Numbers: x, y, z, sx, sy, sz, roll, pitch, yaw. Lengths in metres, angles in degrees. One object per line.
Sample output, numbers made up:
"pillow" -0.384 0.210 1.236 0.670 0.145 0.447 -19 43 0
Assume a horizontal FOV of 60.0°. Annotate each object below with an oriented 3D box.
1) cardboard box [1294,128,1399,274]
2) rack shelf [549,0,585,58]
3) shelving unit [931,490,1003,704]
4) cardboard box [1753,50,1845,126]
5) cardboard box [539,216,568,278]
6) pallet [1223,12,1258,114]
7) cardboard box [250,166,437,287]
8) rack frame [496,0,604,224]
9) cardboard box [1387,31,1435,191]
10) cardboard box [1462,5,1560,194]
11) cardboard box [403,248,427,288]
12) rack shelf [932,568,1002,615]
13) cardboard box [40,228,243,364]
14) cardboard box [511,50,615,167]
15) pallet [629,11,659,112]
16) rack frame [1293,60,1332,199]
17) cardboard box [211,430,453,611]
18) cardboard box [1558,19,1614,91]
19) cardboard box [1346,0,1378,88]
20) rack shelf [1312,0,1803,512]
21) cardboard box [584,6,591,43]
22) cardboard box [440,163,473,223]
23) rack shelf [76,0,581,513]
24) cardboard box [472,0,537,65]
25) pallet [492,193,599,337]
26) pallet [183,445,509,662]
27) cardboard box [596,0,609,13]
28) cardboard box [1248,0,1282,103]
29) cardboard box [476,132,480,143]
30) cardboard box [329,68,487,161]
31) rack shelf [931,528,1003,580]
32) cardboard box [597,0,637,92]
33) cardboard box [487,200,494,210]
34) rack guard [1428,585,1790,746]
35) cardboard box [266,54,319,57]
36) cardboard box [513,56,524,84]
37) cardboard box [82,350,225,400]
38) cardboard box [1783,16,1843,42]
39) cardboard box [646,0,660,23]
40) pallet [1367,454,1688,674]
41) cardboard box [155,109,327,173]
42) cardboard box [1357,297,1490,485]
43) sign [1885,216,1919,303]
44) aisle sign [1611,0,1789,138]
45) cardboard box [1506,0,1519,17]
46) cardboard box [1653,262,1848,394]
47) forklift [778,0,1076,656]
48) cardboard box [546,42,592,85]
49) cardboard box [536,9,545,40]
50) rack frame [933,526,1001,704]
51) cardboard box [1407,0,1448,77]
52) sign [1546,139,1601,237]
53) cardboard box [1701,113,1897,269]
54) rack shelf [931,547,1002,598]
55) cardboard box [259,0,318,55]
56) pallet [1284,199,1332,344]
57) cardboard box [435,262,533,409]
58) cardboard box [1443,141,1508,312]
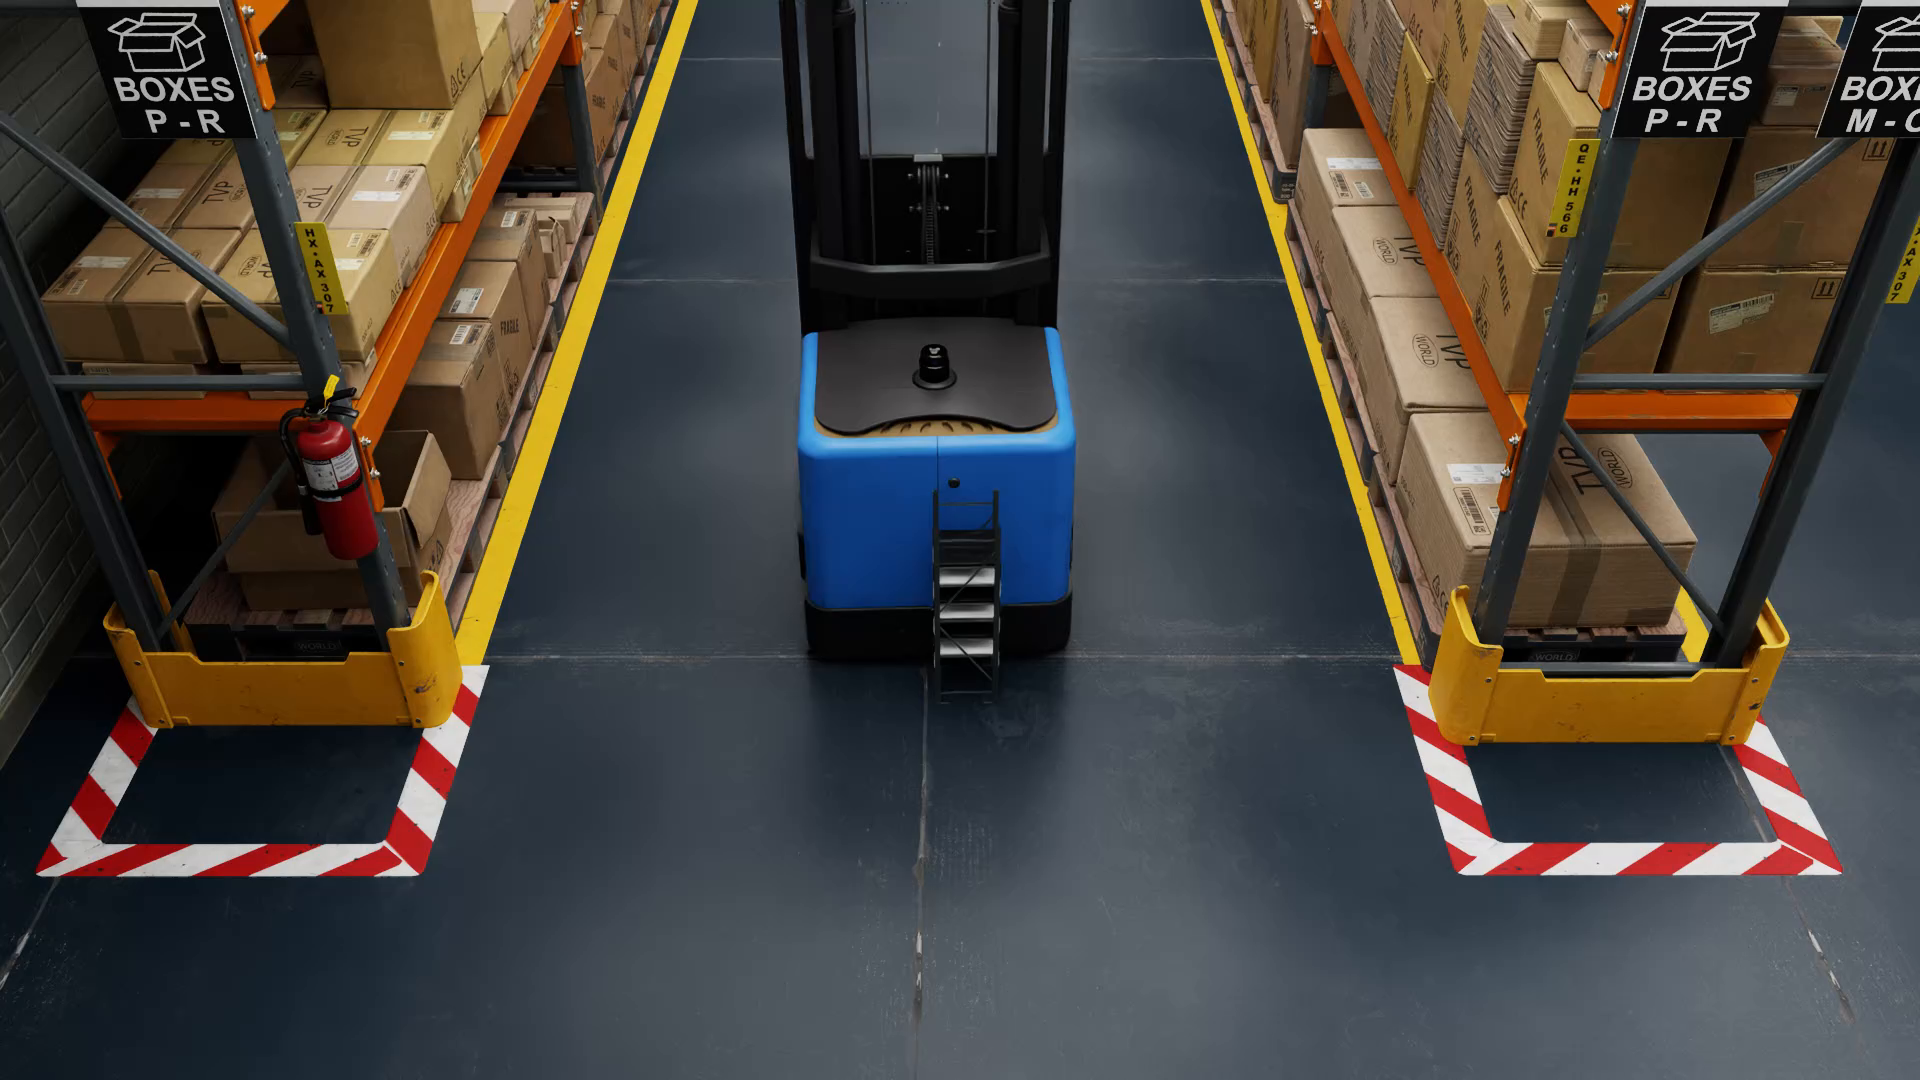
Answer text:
"cardboard box" 2.303 -1.790 8.798 0.875 0.438 0.875 -1 39 -1
"rack shelf" -2.556 -3.983 10.397 1.077 0.370 4.000 0 39 0
"shelving unit" 0.023 0.228 6.240 0.258 0.900 0.210 -1 41 -1
"cardboard box" 2.691 -1.422 5.227 0.380 0.149 0.250 1 39 1
"cardboard box" -2.259 -1.538 8.622 0.396 0.266 0.258 1 39 2
"pallet" 2.329 -3.178 11.047 1.003 0.211 1.213 0 39 0
"cardboard box" -2.281 -1.168 6.191 0.500 0.250 0.500 0 39 0
"rack frame" -2.554 -3.013 8.611 1.000 3.000 0.127 0 39 0
"cardboard box" 2.140 -1.816 7.038 0.500 0.500 0.500 1 39 1
"cardboard box" 2.146 -1.575 5.937 0.500 0.500 0.500 0 39 0
"cardboard box" -2.296 -1.101 6.426 0.380 0.149 0.250 1 39 1
"rack shelf" 0.023 0.185 6.203 0.258 0.077 0.200 -1 41 -1
"cardboard box" -2.815 -0.857 5.802 0.500 0.250 0.500 1 39 1
"cardboard box" -2.329 -2.504 9.639 0.500 0.500 0.500 2 39 2
"pallet" -2.597 -3.198 11.072 1.003 0.211 1.213 0 39 0
"rack frame" 2.410 -3.019 8.618 1.000 3.000 0.127 0 39 0
"cardboard box" -2.455 -0.084 6.616 0.797 0.503 0.637 -1 39 -2
"cardboard box" 2.190 -1.583 5.428 0.380 0.149 0.250 1 39 1
"cardboard box" 2.145 -2.450 7.828 0.500 0.500 0.500 0 39 0
"rack shelf" 2.412 -1.487 7.283 1.077 0.370 4.000 0 39 0
"cardboard box" -2.377 -3.013 9.755 0.380 0.149 0.250 -2 39 -2
"cardboard box" -2.227 -1.425 6.830 0.380 0.149 0.250 -1 39 -1
"rack shelf" -2.551 -1.481 7.275 1.077 0.370 4.000 0 39 0
"cardboard box" -2.294 -2.439 7.777 0.500 0.250 0.500 0 39 0
"pallet" -2.554 -1.495 8.947 1.003 0.211 1.213 0 39 0
"pallet" -2.551 0.031 7.043 1.003 0.211 1.213 0 39 0
"cardboard box" -2.354 -3.340 10.164 0.380 0.149 0.250 0 39 0
"cardboard box" 2.320 -3.306 10.340 0.875 0.875 0.875 1 39 1
"cardboard box" -2.317 -1.751 7.237 0.380 0.149 0.250 0 39 0
"cardboard box" -2.307 -1.805 6.986 0.500 0.250 0.500 -1 39 -1
"rack shelf" 0.023 0.049 6.085 0.258 0.077 0.200 -1 41 -1
"cardboard box" -2.336 -3.149 10.444 0.500 0.500 0.500 -1 39 -1
"cardboard box" -2.789 -1.714 8.805 0.500 0.311 0.500 1 39 2
"rack guard" 2.415 0.473 6.260 1.175 0.500 0.348 0 39 0
"cardboard box" -2.817 -2.124 7.384 0.500 0.250 0.500 1 39 1
"cardboard box" -2.281 -2.226 7.830 0.380 0.149 0.250 1 39 1
"cardboard box" -2.818 -0.621 5.827 0.380 0.149 0.250 0 39 -1
"cardboard box" 2.734 -1.748 5.635 0.380 0.149 0.250 1 39 1
"cardboard box" -2.350 -3.798 11.254 0.500 0.500 0.500 2 39 2
"pallet" 2.335 0.071 6.993 1.003 0.211 1.213 0 39 0
"cardboard box" -2.810 -1.489 6.591 0.500 0.250 0.500 1 39 1
"cardboard box" 2.304 -0.666 7.396 0.875 0.438 0.875 1 39 1
"sign" 2.970 -0.883 5.197 0.100 0.325 0.005 0 39 0
"aisle sign" 2.105 -1.487 4.628 0.394 0.787 0.004 0 39 0
"cardboard box" 2.146 -1.902 5.826 0.380 0.149 0.250 1 39 1
"cardboard box" 2.701 -0.857 5.841 0.500 0.500 0.500 0 39 0
"forklift" -0.143 -1.585 6.884 1.130 2.935 3.031 -2 39 -2
"cardboard box" -2.288 -2.679 9.339 0.380 0.149 0.250 2 39 2
"cardboard box" -2.279 -2.553 8.238 0.380 0.149 0.250 1 39 1
"rack frame" 0.025 0.294 6.163 0.240 0.900 0.006 -1 41 -1
"cardboard box" 2.150 -2.198 6.715 0.500 0.500 0.500 0 39 0
"sign" 1.872 -1.070 5.071 0.100 0.325 0.005 0 39 0
"cardboard box" 2.699 -1.247 5.528 0.500 0.500 0.500 -1 39 -1
"rack shelf" 0.023 0.117 6.144 0.258 0.077 0.200 -1 41 -1
"cardboard box" -2.818 -2.432 7.168 0.500 0.500 0.500 -1 39 -1
"pallet" 2.333 -1.455 8.897 1.003 0.211 1.213 0 39 0
"cardboard box" -2.318 -0.948 7.697 0.500 0.500 0.500 1 39 1
"cardboard box" 2.164 -1.172 6.234 0.500 0.500 0.500 -1 39 -1
